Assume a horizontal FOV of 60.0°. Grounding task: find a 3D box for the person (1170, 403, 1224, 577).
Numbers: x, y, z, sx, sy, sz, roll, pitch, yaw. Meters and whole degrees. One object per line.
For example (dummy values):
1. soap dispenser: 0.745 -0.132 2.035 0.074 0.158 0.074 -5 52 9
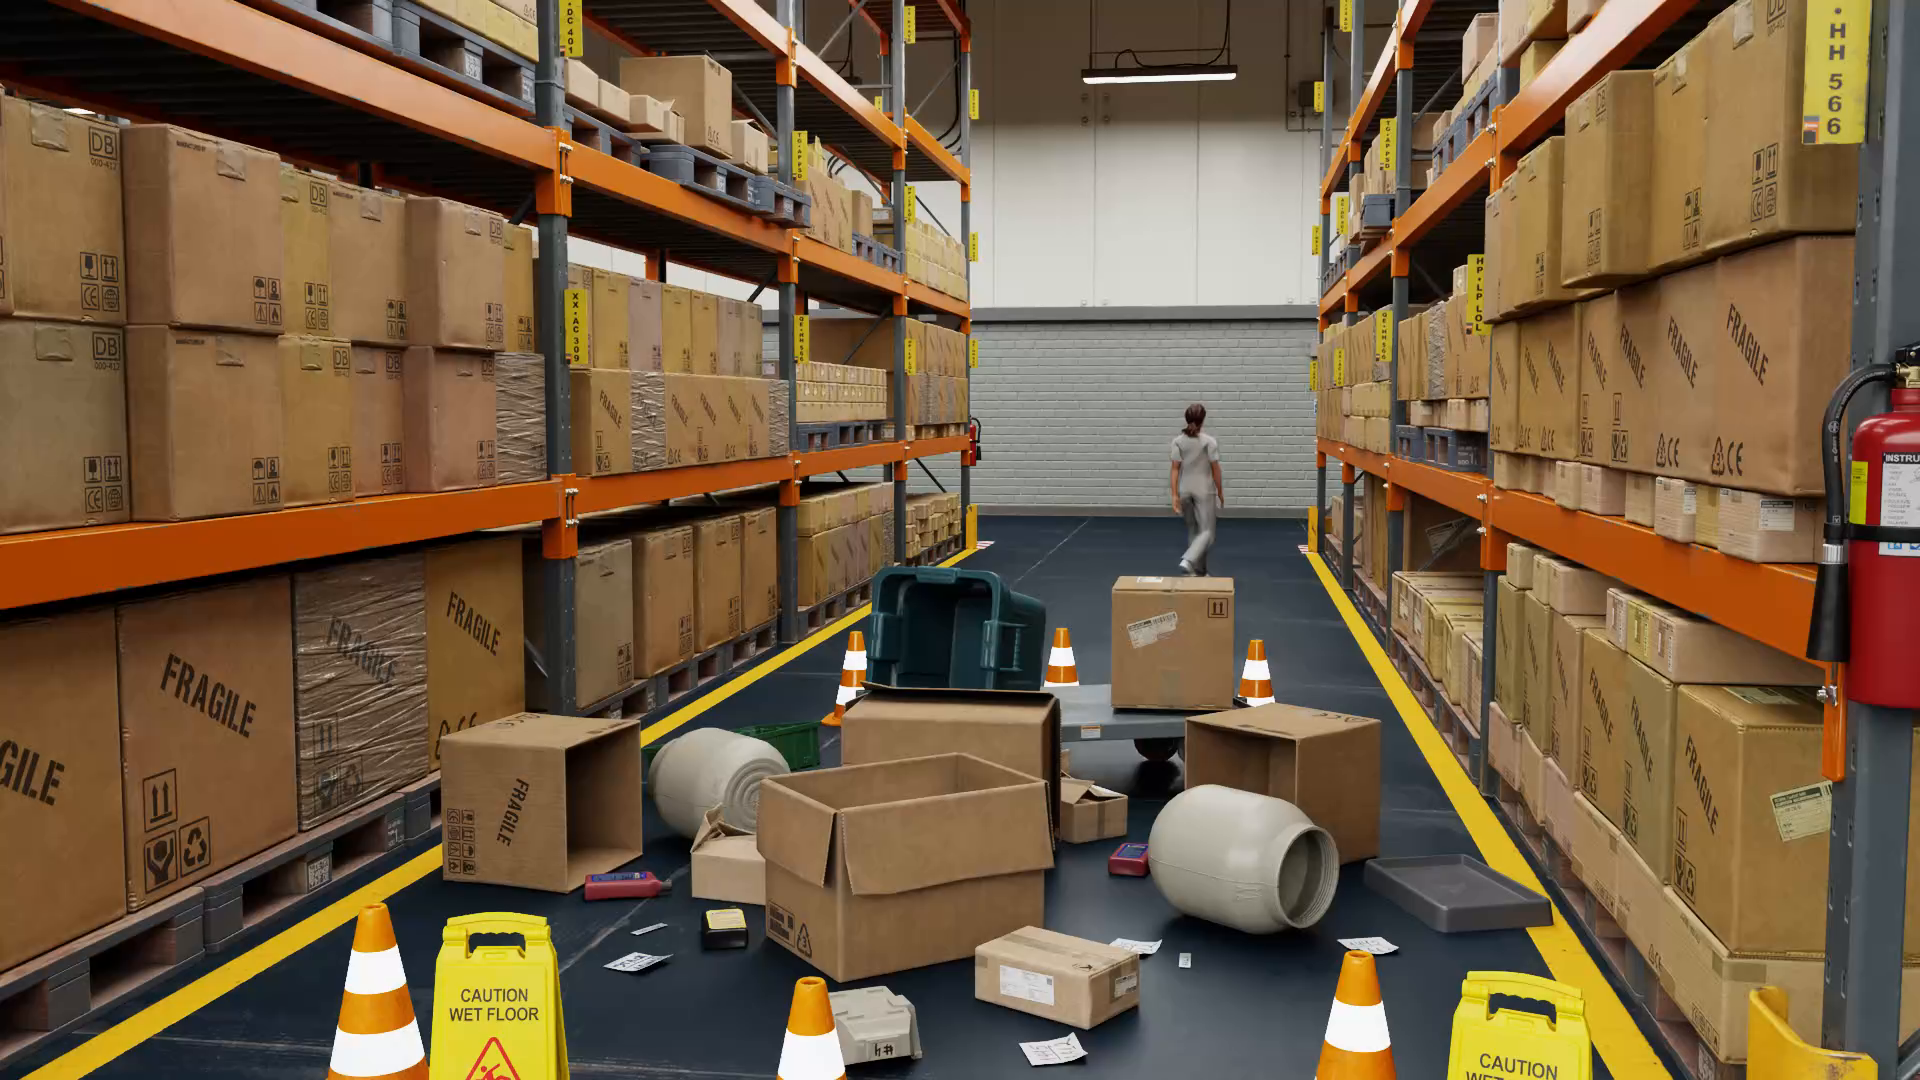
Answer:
1. person: 2.091 -0.394 14.762 0.436 1.632 0.898 3 5 31
